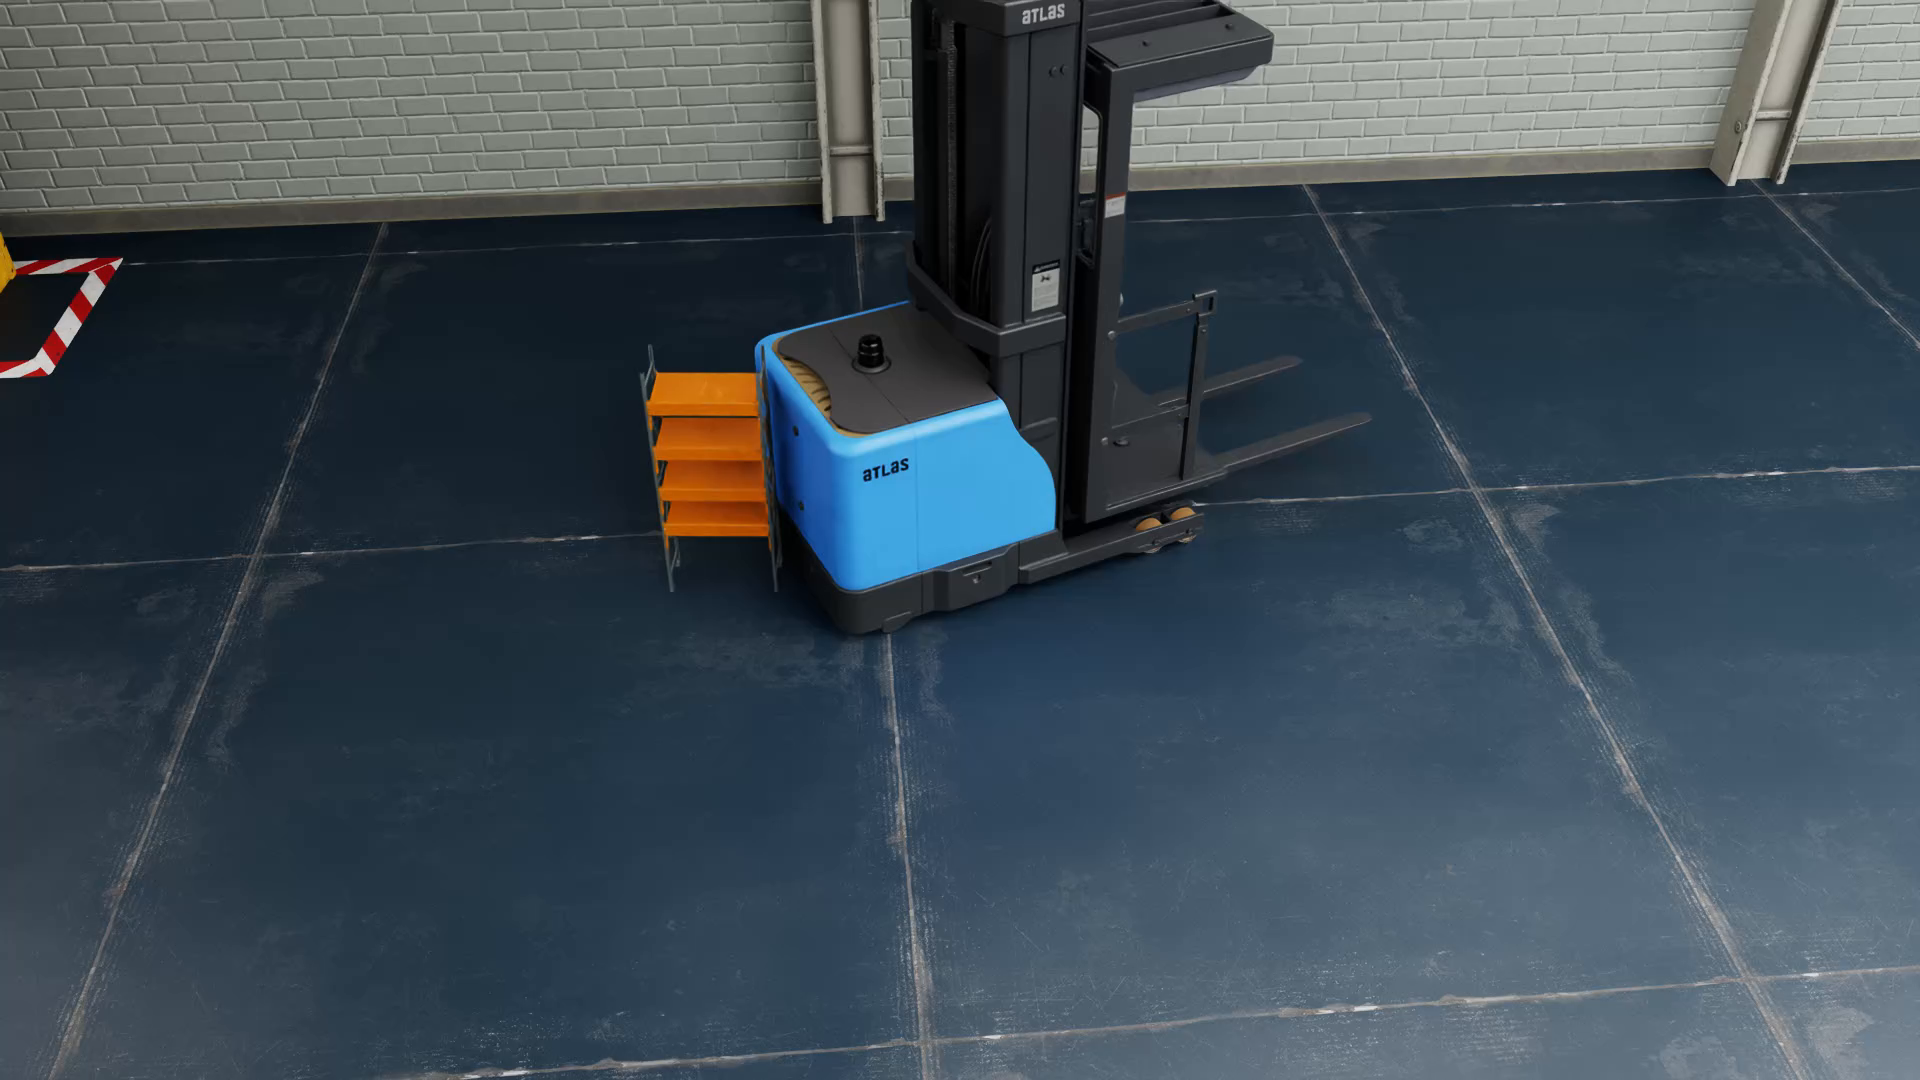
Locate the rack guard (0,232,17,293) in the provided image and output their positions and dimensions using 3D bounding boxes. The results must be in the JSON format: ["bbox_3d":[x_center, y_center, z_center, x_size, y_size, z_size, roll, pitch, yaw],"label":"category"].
[{"bbox_3d":[-5.871,-1.483,9.548,0.348,0.500,1.175,-3,38,-4],"label":"rack guard"}]

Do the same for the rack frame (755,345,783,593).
[{"bbox_3d":[-0.856,-0.299,7.482,0.015,1.200,0.240,0,38,0],"label":"rack frame"}]

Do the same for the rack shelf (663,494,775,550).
[{"bbox_3d":[-1.100,-0.091,7.648,0.480,0.148,0.258,0,38,0],"label":"rack shelf"}]

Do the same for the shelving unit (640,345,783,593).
[{"bbox_3d":[-1.100,-0.300,7.484,0.503,1.200,0.258,0,38,0],"label":"shelving unit"}]

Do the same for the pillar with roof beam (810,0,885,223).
[{"bbox_3d":[-0.310,-3.009,4.621,0.400,9.000,9.100,-3,38,-4],"label":"pillar with roof beam"}]

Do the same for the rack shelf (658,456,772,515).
[{"bbox_3d":[-1.100,-0.247,7.525,0.480,0.148,0.258,0,38,0],"label":"rack shelf"}]

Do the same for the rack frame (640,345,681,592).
[{"bbox_3d":[-1.344,-0.301,7.485,0.015,1.200,0.240,0,38,0],"label":"rack frame"}]

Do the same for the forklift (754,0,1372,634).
[{"bbox_3d":[0.609,-1.363,7.433,3.031,2.935,1.130,-17,41,-21],"label":"forklift"}]

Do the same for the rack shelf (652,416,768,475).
[{"bbox_3d":[-1.100,-0.423,7.387,0.480,0.148,0.258,0,38,0],"label":"rack shelf"}]

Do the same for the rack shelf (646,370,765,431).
[{"bbox_3d":[-1.100,-0.609,7.240,0.480,0.148,0.258,0,38,0],"label":"rack shelf"}]

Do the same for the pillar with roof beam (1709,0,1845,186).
[{"bbox_3d":[5.666,-3.338,5.038,0.400,9.000,9.100,-3,38,-4],"label":"pillar with roof beam"}]
